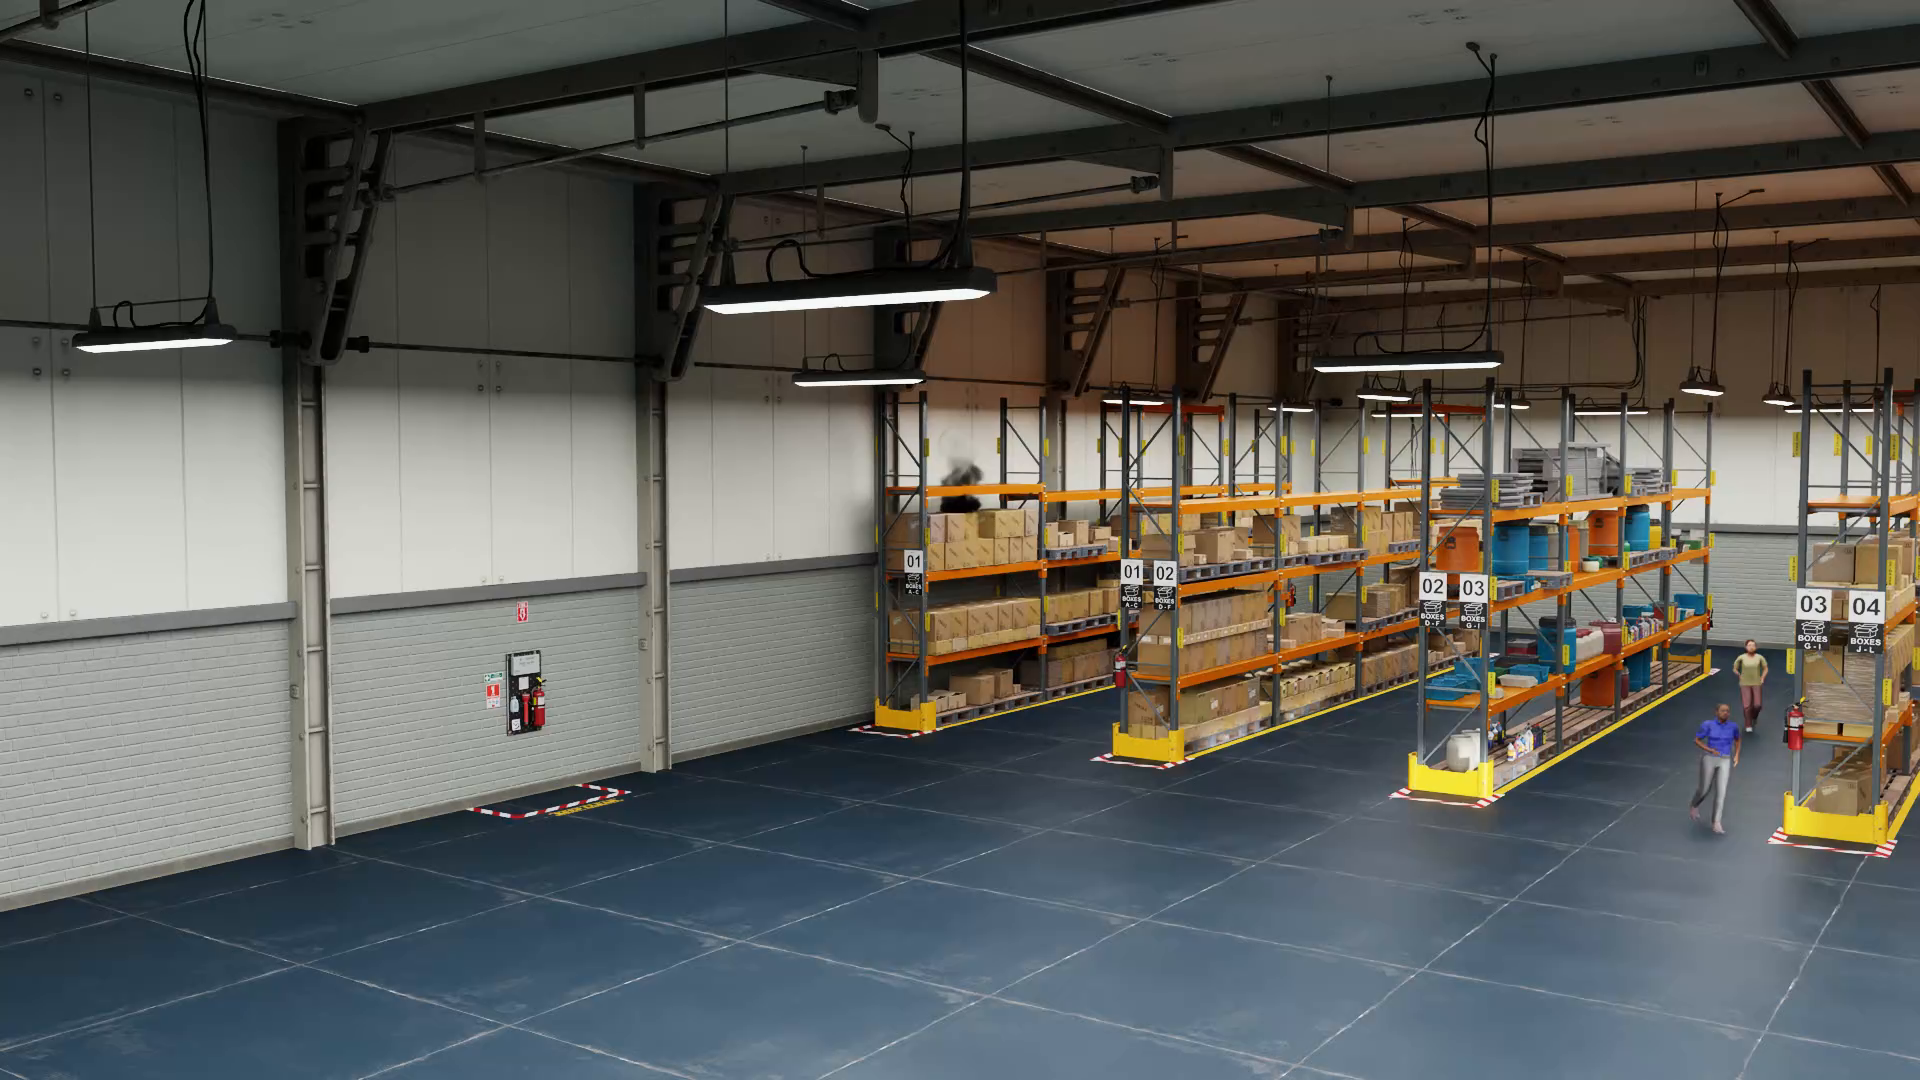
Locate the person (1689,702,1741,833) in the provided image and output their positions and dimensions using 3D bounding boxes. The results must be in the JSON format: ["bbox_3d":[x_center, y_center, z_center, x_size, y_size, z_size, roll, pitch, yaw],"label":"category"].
[{"bbox_3d":[10.001,2.966,21.935,0.611,1.671,0.806,1,3,11],"label":"person"}]

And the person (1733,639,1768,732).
[{"bbox_3d":[13.915,2.562,29.273,0.576,1.622,0.557,1,3,21],"label":"person"}]
